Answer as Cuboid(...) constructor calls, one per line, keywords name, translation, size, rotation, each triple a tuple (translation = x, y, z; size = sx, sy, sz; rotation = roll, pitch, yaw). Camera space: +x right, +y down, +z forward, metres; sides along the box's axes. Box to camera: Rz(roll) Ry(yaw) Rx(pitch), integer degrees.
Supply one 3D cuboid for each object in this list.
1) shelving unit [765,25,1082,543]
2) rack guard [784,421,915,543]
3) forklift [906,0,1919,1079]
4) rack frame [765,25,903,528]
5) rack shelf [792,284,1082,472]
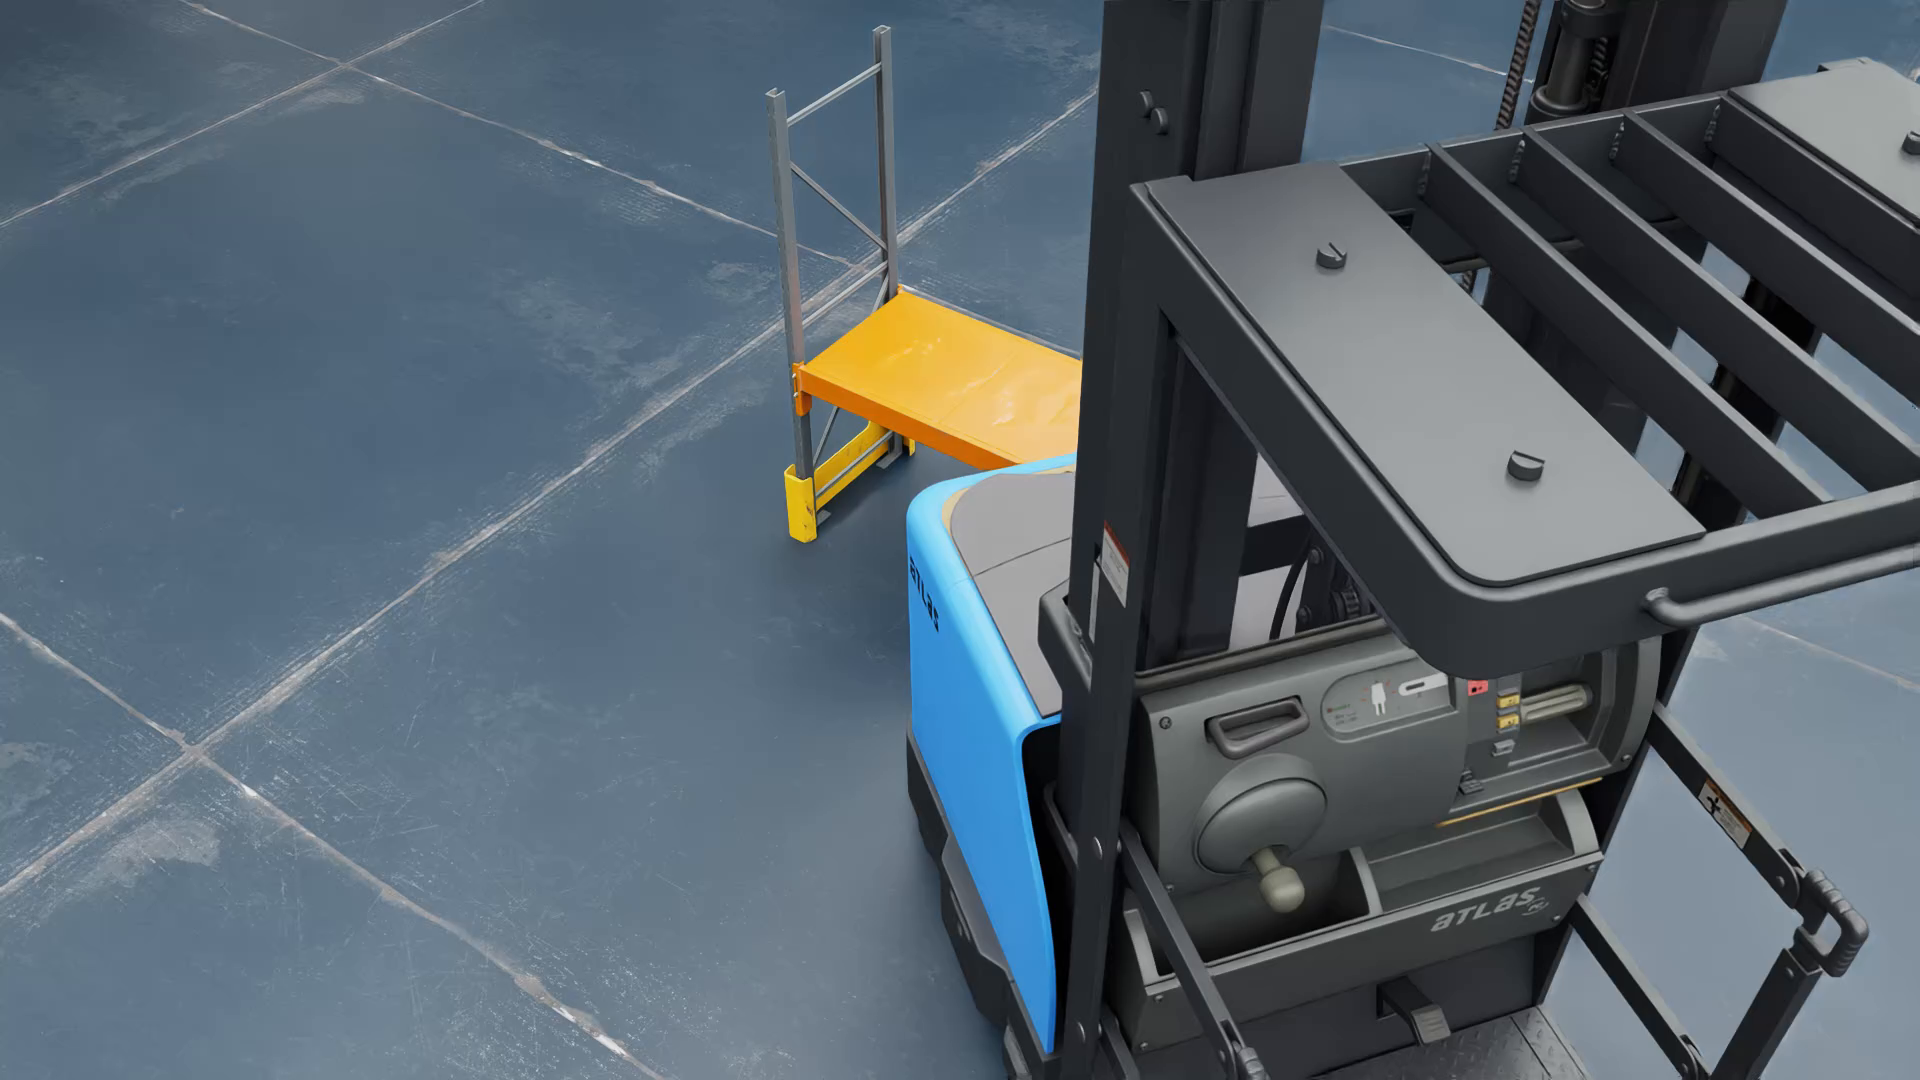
Cuboid(name="shelving unit", translation=(0.062, -0.530, 4.717), size=(1.083, 1.500, 0.587), rotation=(25, 48, 25))
Cuboid(name="rack guard", translation=(-0.345, -0.255, 5.347), size=(0.087, 0.250, 0.587), rotation=(25, 48, 25))
Cuboid(name="forklift", translation=(0.813, 0.418, 2.585), size=(1.130, 2.935, 3.031), rotation=(-13, 43, -14))
Cuboid(name="rack frame", translation=(-0.346, -0.721, 4.931), size=(0.032, 1.500, 0.500), rotation=(25, 48, 25))
Cuboid(name="rack shelf", translation=(0.070, -0.392, 4.833), size=(1.000, 0.185, 0.538), rotation=(25, 48, 25))
